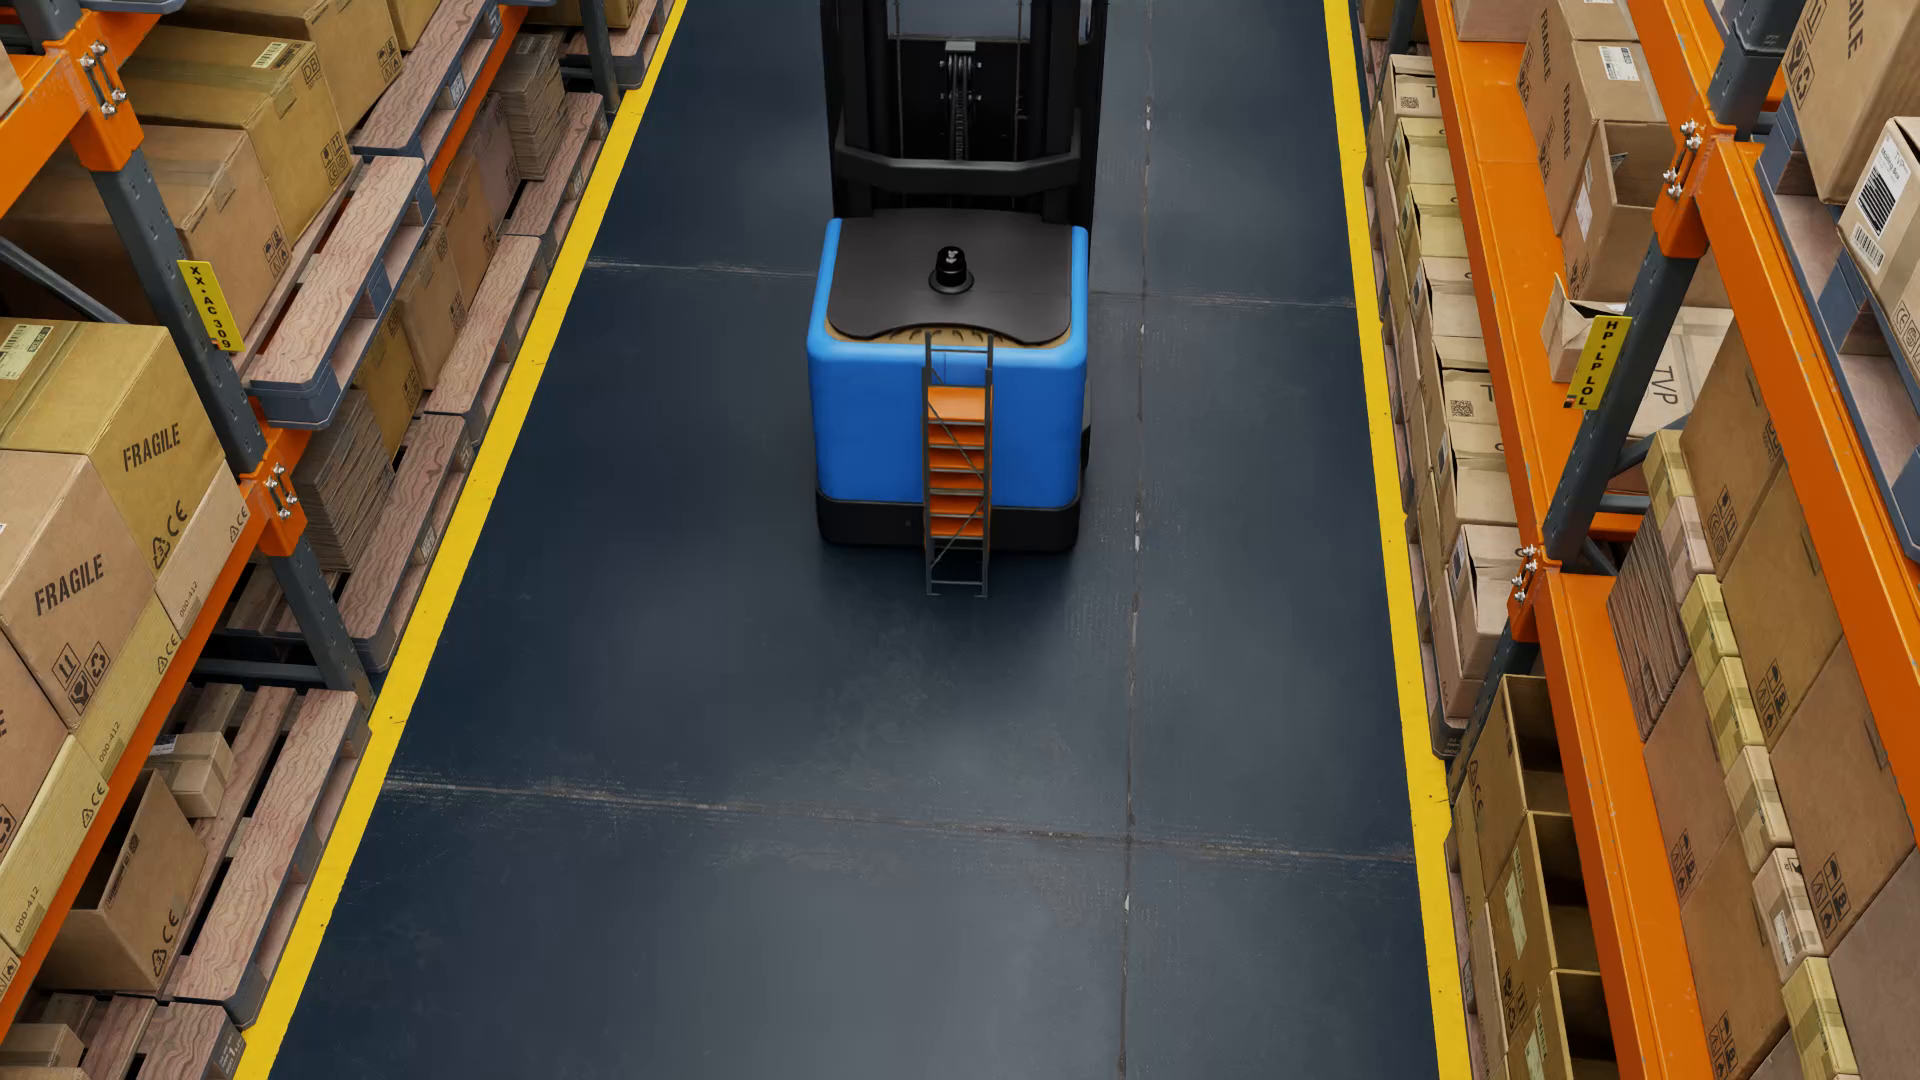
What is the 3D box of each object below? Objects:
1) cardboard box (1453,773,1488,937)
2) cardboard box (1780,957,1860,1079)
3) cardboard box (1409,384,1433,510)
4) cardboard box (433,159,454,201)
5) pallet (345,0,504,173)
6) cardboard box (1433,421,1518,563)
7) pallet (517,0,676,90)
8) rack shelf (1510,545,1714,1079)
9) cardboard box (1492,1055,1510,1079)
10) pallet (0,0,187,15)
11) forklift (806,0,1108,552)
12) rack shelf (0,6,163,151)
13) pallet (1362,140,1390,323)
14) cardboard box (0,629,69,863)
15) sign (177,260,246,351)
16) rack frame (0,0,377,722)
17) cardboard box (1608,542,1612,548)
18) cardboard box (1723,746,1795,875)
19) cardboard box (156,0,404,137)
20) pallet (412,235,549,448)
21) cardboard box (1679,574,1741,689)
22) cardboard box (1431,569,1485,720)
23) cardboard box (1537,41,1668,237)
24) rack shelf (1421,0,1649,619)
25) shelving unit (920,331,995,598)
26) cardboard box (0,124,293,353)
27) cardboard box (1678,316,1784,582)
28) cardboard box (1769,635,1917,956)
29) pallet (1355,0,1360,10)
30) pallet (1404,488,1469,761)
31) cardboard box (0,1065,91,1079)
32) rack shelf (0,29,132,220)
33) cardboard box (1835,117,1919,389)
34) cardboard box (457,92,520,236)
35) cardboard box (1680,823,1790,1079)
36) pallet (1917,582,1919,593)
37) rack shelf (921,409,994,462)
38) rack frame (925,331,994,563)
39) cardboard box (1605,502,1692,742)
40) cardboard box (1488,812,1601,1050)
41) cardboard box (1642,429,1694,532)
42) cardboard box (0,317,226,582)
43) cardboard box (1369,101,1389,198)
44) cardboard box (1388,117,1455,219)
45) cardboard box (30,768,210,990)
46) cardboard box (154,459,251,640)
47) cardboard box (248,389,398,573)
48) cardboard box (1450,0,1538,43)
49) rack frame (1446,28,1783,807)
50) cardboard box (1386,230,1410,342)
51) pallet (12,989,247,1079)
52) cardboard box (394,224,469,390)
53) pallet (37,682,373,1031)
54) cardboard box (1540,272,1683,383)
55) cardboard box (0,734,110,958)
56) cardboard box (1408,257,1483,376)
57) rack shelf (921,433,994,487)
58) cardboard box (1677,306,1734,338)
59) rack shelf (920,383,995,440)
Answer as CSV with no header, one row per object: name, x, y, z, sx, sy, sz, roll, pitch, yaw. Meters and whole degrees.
cardboard box,1.901,1.030,5.380,0.500,0.250,0.500,4,48,4
cardboard box,1.890,0.993,3.327,0.380,0.149,0.250,4,48,3
cardboard box,2.088,-0.362,6.653,0.500,0.250,0.500,5,48,4
cardboard box,-2.494,-1.579,7.075,0.500,0.250,0.500,4,48,3
pallet,-2.463,-1.825,6.542,1.003,0.211,1.213,4,48,4
cardboard box,2.038,-0.180,6.106,0.500,0.311,0.500,5,48,5
pallet,-2.177,-2.980,9.358,1.003,0.211,1.213,4,48,4
rack shelf,2.063,1.635,3.735,1.077,0.370,4.000,4,48,4
cardboard box,1.799,1.764,4.709,0.500,0.250,0.500,4,48,4
pallet,-2.526,-1.803,4.487,1.213,0.211,1.003,4,48,4
forklift,0.028,-2.026,6.643,1.130,2.935,3.031,2,48,2
rack shelf,-2.506,-2.647,5.619,1.077,0.370,4.000,4,48,4
pallet,2.496,-1.473,7.980,1.003,0.211,1.213,4,48,4
cardboard box,-2.520,0.488,3.877,0.500,0.500,0.500,3,48,2
sign,-2.147,-0.669,4.768,0.100,0.325,0.005,4,48,4
rack frame,-2.688,-0.407,5.116,1.000,3.000,0.127,4,48,4
cardboard box,2.582,-0.134,6.065,0.500,0.311,0.500,3,48,3
cardboard box,1.936,0.606,3.682,0.380,0.149,0.250,2,48,2
cardboard box,-2.521,-1.857,6.076,0.700,0.500,0.500,10,48,9
pallet,-2.510,-0.937,7.490,1.003,0.211,1.213,4,48,4
cardboard box,1.983,0.229,4.026,0.380,0.149,0.250,3,48,3
cardboard box,1.994,0.385,5.970,0.500,0.250,0.500,3,48,3
cardboard box,2.425,-1.429,5.983,0.500,0.500,0.500,4,48,4
rack shelf,2.427,-1.304,6.423,1.077,0.370,4.000,4,48,4
shelving unit,-0.008,-0.250,6.192,0.258,1.200,0.189,2,48,2
cardboard box,-2.608,-0.961,5.256,0.700,0.500,0.500,4,48,4
cardboard box,2.211,-0.222,3.999,0.700,0.500,0.500,4,48,4
cardboard box,2.120,0.517,3.323,0.700,0.500,0.500,4,48,4
pallet,2.829,-3.515,9.848,1.003,0.211,1.213,4,48,4
pallet,2.273,0.320,6.340,1.003,0.211,1.213,4,48,4
cardboard box,-2.732,1.770,4.520,0.700,0.500,0.500,1,48,1
rack shelf,-2.871,0.293,2.930,1.077,0.370,4.000,4,48,4
cardboard box,1.887,-0.499,2.848,0.500,0.311,0.500,2,48,1
cardboard box,-2.500,-1.748,7.738,0.700,0.500,0.500,4,48,3
cardboard box,2.120,0.972,3.786,0.700,0.500,0.500,5,48,4
pallet,2.079,0.463,2.347,1.003,0.211,1.213,4,48,4
rack shelf,-0.008,-0.382,6.047,0.258,0.103,0.180,2,48,2
rack frame,-0.003,-0.318,6.253,0.240,1.200,0.006,2,48,2
cardboard box,2.211,0.216,4.478,0.700,0.500,0.500,3,48,3
cardboard box,1.853,1.144,4.768,0.500,0.500,0.500,4,48,4
cardboard box,2.028,-0.145,4.369,0.380,0.149,0.250,4,48,3
cardboard box,-2.424,-0.248,4.550,0.500,0.500,0.500,4,48,3
cardboard box,2.269,-1.865,8.028,0.500,0.250,0.500,4,48,3
cardboard box,2.230,-1.668,7.467,0.500,0.311,0.500,3,48,3
cardboard box,-2.743,1.053,5.176,0.500,0.500,0.500,1,48,1
cardboard box,-2.430,0.005,4.827,0.500,0.250,0.500,4,48,4
cardboard box,-2.638,-0.254,6.372,0.700,0.500,0.500,5,48,5
cardboard box,2.335,-2.342,6.946,0.500,0.311,0.500,3,48,3
rack frame,2.245,-0.077,4.814,1.000,3.000,0.127,4,48,4
cardboard box,2.183,-1.113,7.340,0.500,0.250,0.500,3,48,2
pallet,-2.823,1.929,4.869,1.003,0.211,1.213,4,48,4
cardboard box,-2.554,-1.010,7.062,0.700,0.500,0.500,4,48,4
pallet,-2.714,1.030,5.691,1.003,0.211,1.213,4,48,4
cardboard box,2.142,-0.690,5.465,0.396,0.266,0.258,3,48,3
cardboard box,-2.514,0.741,4.153,0.500,0.250,0.500,4,48,3
cardboard box,2.135,-0.915,6.779,0.500,0.311,0.500,3,48,3
rack shelf,-0.008,-0.301,6.136,0.258,0.103,0.180,2,48,2
cardboard box,2.529,-0.630,5.489,0.380,0.149,0.250,4,48,4
rack shelf,-0.008,-0.463,5.959,0.258,0.103,0.180,2,48,2
